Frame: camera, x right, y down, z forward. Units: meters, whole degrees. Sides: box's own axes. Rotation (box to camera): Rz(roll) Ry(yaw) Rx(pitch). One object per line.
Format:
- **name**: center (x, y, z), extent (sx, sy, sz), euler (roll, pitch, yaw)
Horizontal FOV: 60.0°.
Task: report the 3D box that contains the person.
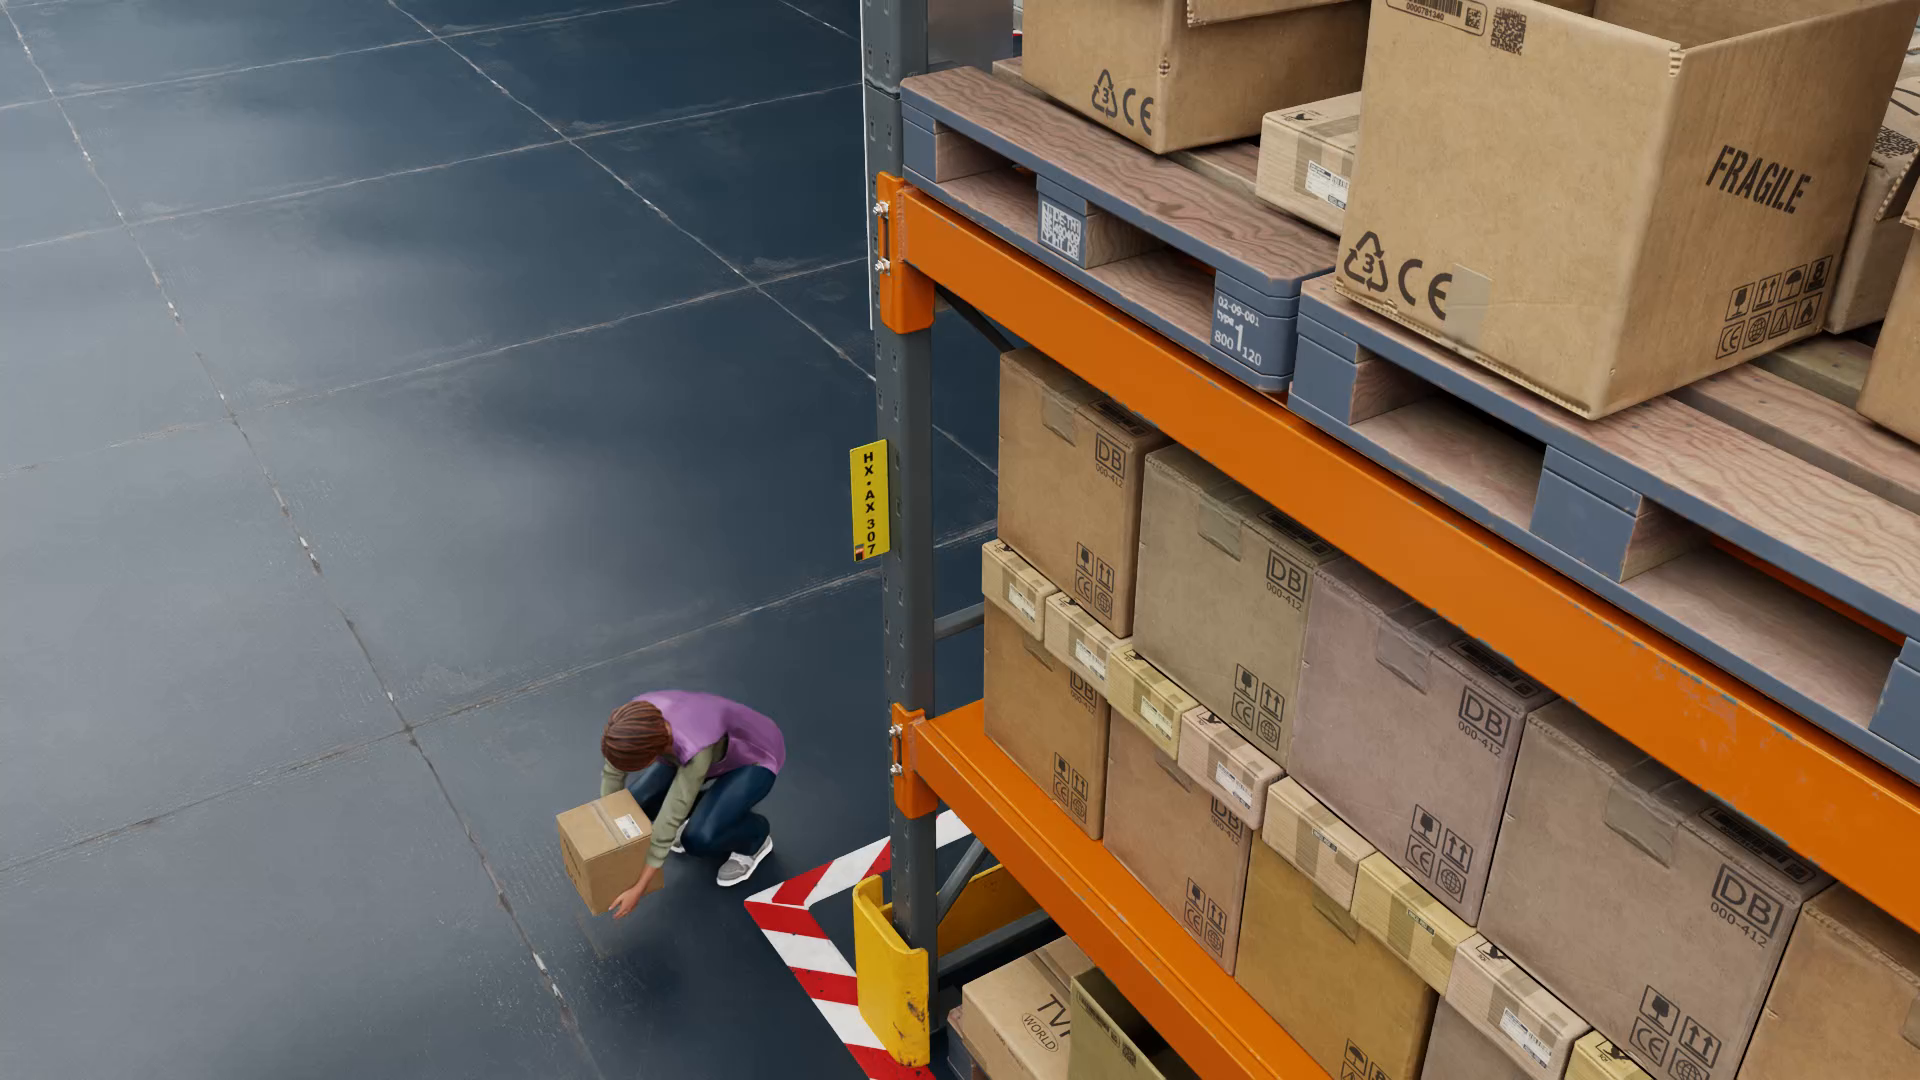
- **person**: center (-0.944, 0.804, 5.587), extent (0.458, 0.873, 0.847), euler (24, 40, 32)
